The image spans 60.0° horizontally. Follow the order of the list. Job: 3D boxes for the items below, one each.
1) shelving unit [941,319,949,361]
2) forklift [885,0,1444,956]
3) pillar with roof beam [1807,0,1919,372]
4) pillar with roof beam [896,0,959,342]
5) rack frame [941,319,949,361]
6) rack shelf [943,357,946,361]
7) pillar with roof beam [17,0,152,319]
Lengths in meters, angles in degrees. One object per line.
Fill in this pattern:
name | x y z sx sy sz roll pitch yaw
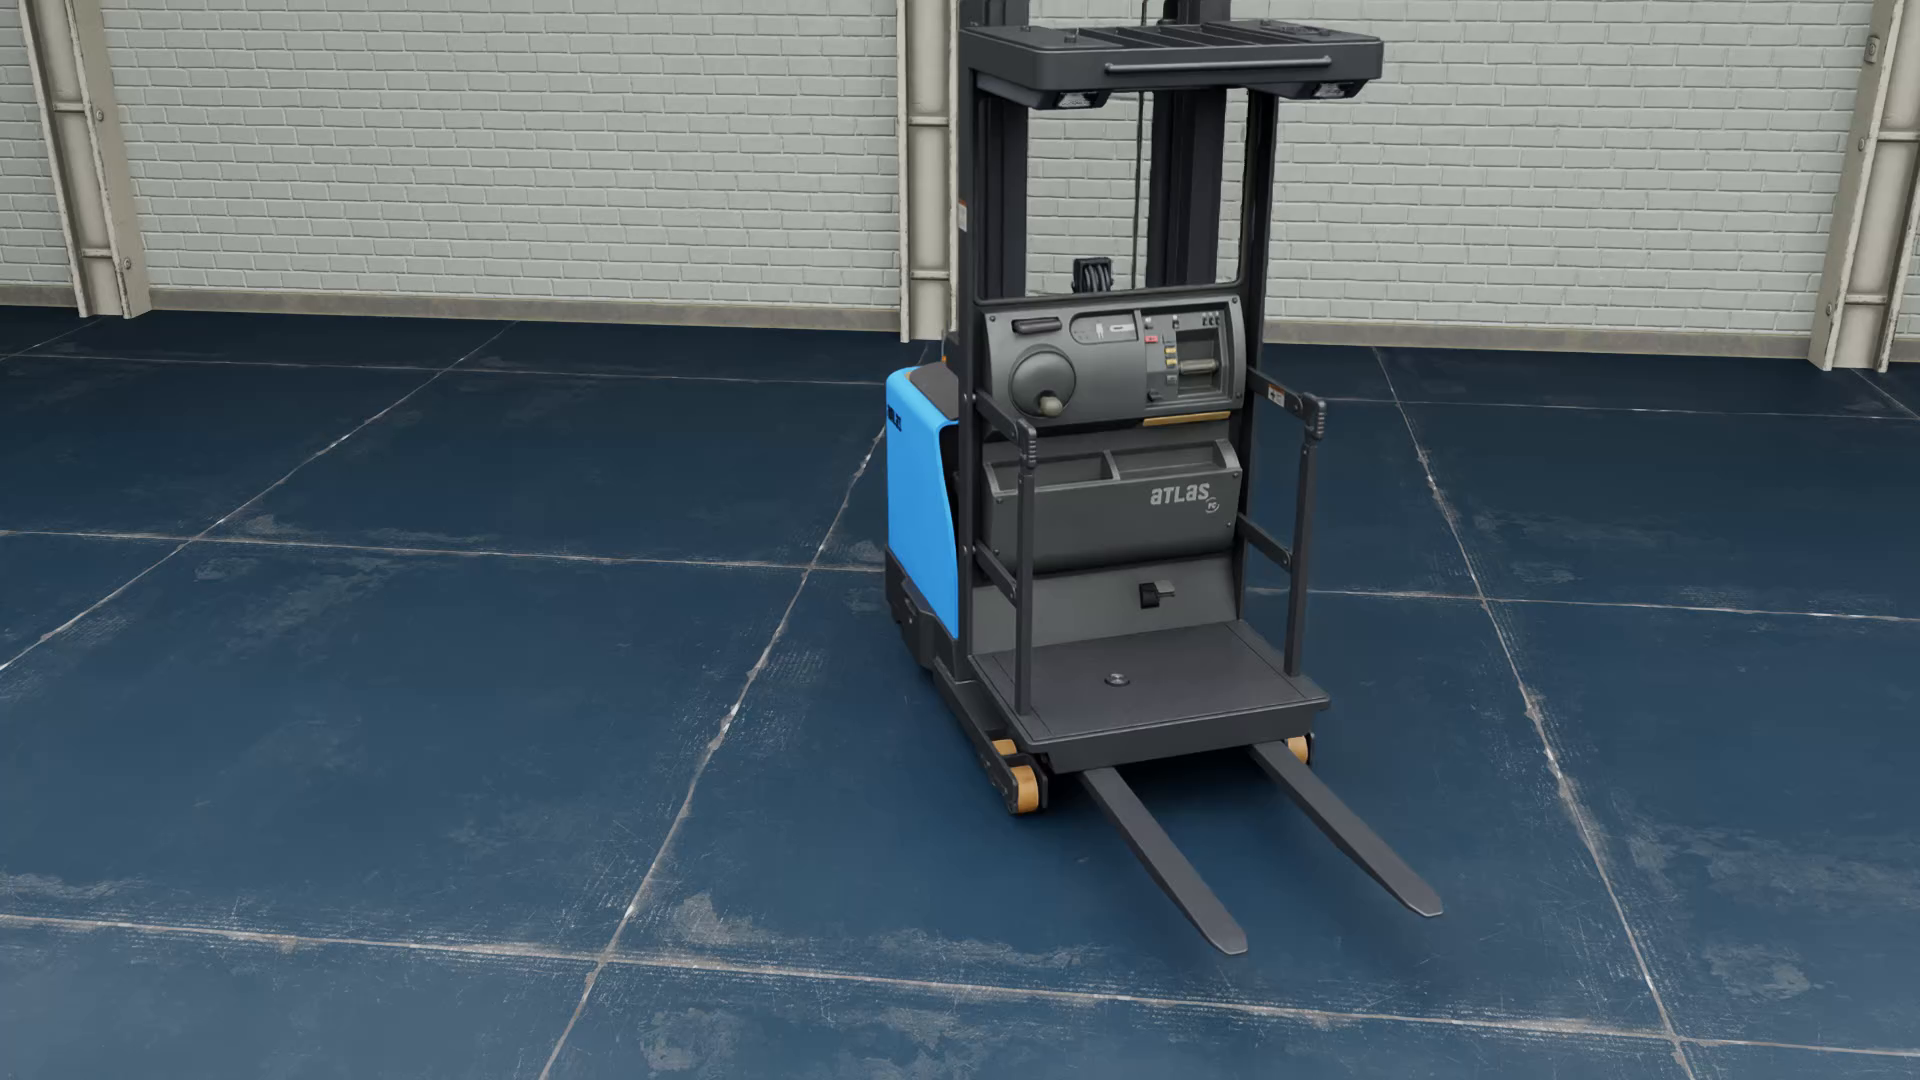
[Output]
shelving unit | 0.053 -0.486 7.741 0.252 1.050 0.215 2 22 6
forklift | 0.601 -0.602 5.476 1.130 2.935 3.031 -6 22 -16
pillar with roof beam | 5.259 -3.753 5.193 0.400 9.000 9.100 2 22 6
pillar with roof beam | -0.700 -4.013 5.850 0.400 9.000 9.100 2 22 6
rack frame | -0.068 -0.491 7.754 0.008 1.050 0.200 2 22 6
rack shelf | 0.053 -0.740 7.641 0.240 0.259 0.215 2 22 6
pillar with roof beam | -6.658 -4.272 6.506 0.400 9.000 9.100 2 22 6
